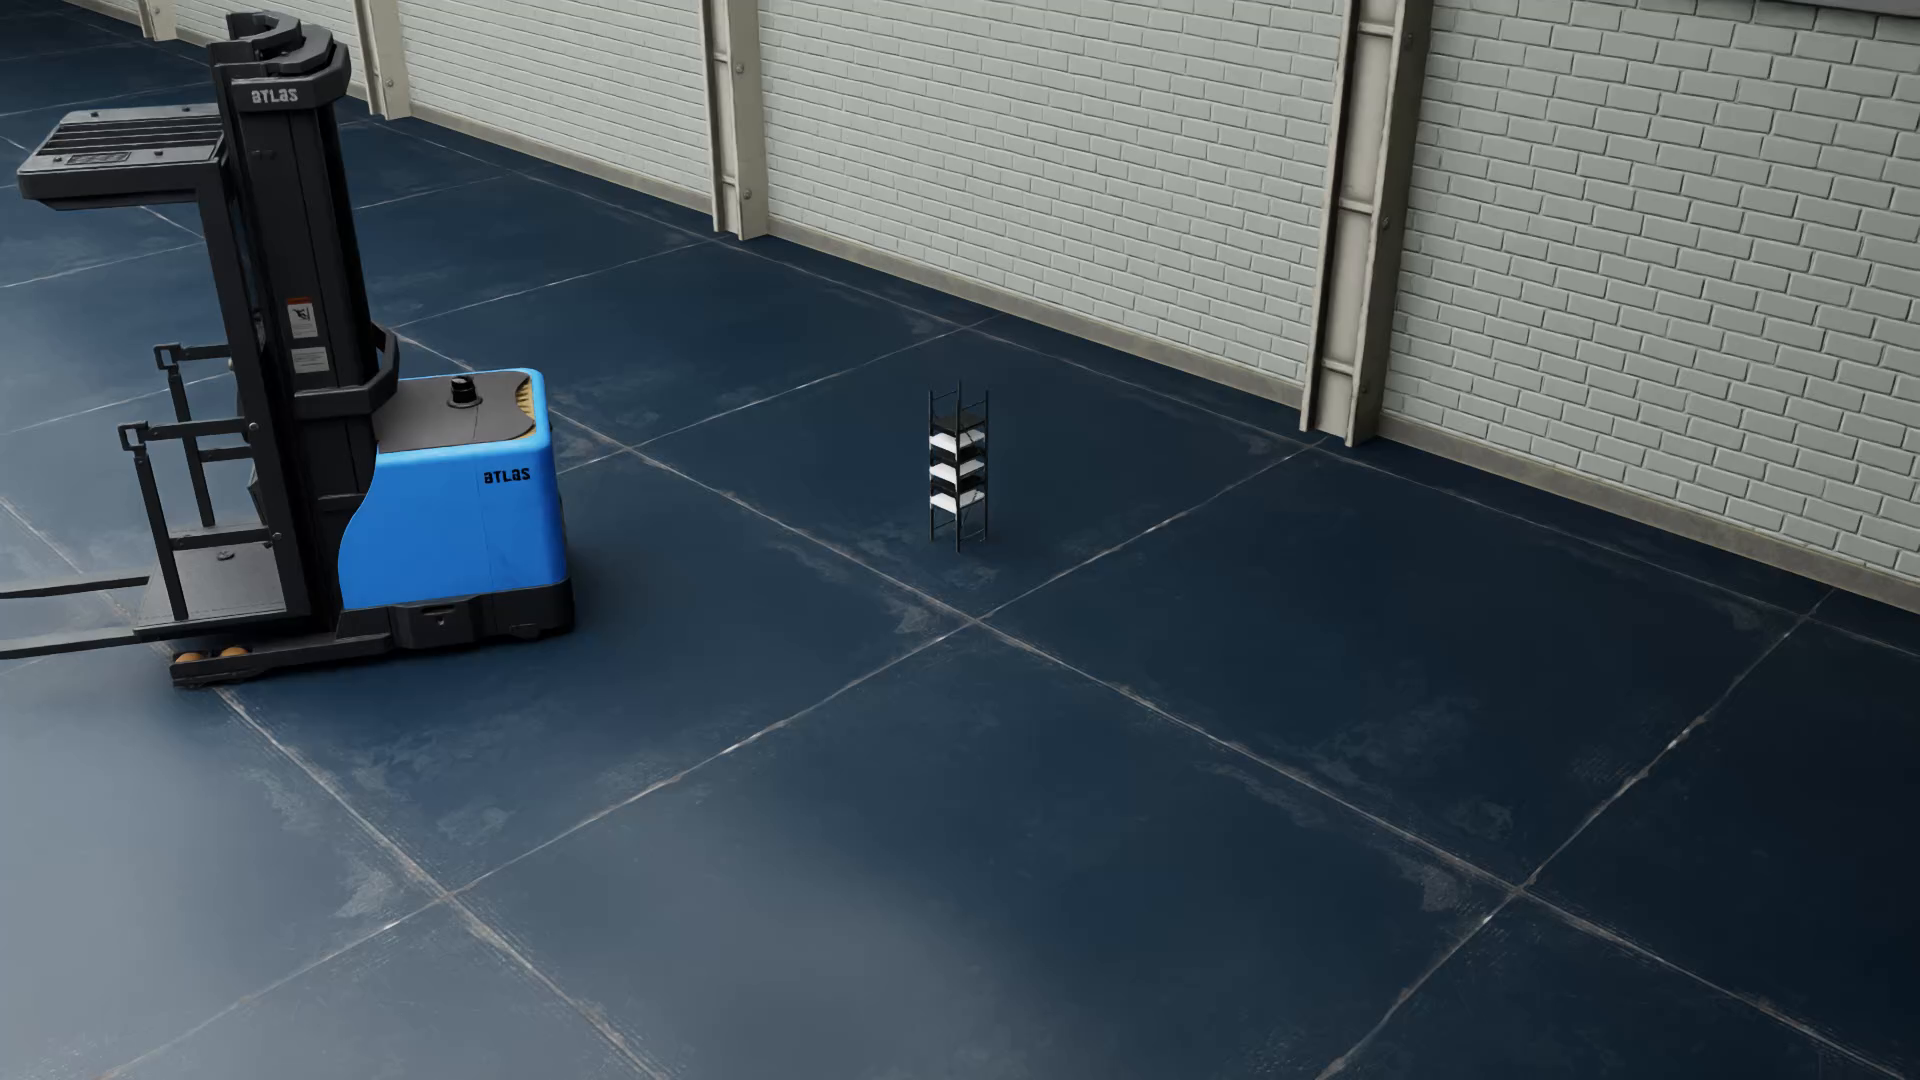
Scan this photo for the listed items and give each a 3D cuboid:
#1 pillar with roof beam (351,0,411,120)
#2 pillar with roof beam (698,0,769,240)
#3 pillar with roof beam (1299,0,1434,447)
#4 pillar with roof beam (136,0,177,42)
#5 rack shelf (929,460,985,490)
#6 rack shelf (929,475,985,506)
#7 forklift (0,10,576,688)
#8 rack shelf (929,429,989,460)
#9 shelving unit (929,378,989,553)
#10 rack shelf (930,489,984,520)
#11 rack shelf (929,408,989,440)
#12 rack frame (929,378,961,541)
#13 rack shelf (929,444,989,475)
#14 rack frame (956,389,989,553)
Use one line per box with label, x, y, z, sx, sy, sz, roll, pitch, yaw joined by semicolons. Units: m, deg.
pillar with roof beam;-9.170;-7.160;13.198;0.400;9.000;9.100;25;36;38
pillar with roof beam;-4.891;-5.203;9.475;0.400;9.000;9.100;25;36;38
pillar with roof beam;-0.613;-3.245;5.752;0.400;9.000;9.100;25;36;38
pillar with roof beam;-13.448;-9.118;16.922;0.400;9.000;9.100;25;36;38
rack shelf;-0.006;-0.371;9.061;0.200;0.077;0.258;25;36;38
rack shelf;-0.006;-0.292;9.103;0.200;0.077;0.258;25;36;38
forklift;-3.509;-0.864;7.744;3.031;2.935;1.130;-7;29;-13
rack shelf;-0.006;-0.531;8.977;0.200;0.077;0.258;25;36;38
shelving unit;-0.006;-0.401;9.046;0.210;0.900;0.258;25;36;38
rack shelf;-0.006;-0.212;9.145;0.200;0.077;0.258;25;36;38
rack shelf;-0.006;-0.610;8.935;0.200;0.077;0.258;25;36;38
rack frame;-0.078;-0.434;9.109;0.006;0.900;0.240;25;36;38
rack shelf;-0.006;-0.451;9.019;0.200;0.077;0.258;25;36;38
rack frame;0.067;-0.368;8.983;0.006;0.900;0.240;25;36;38
